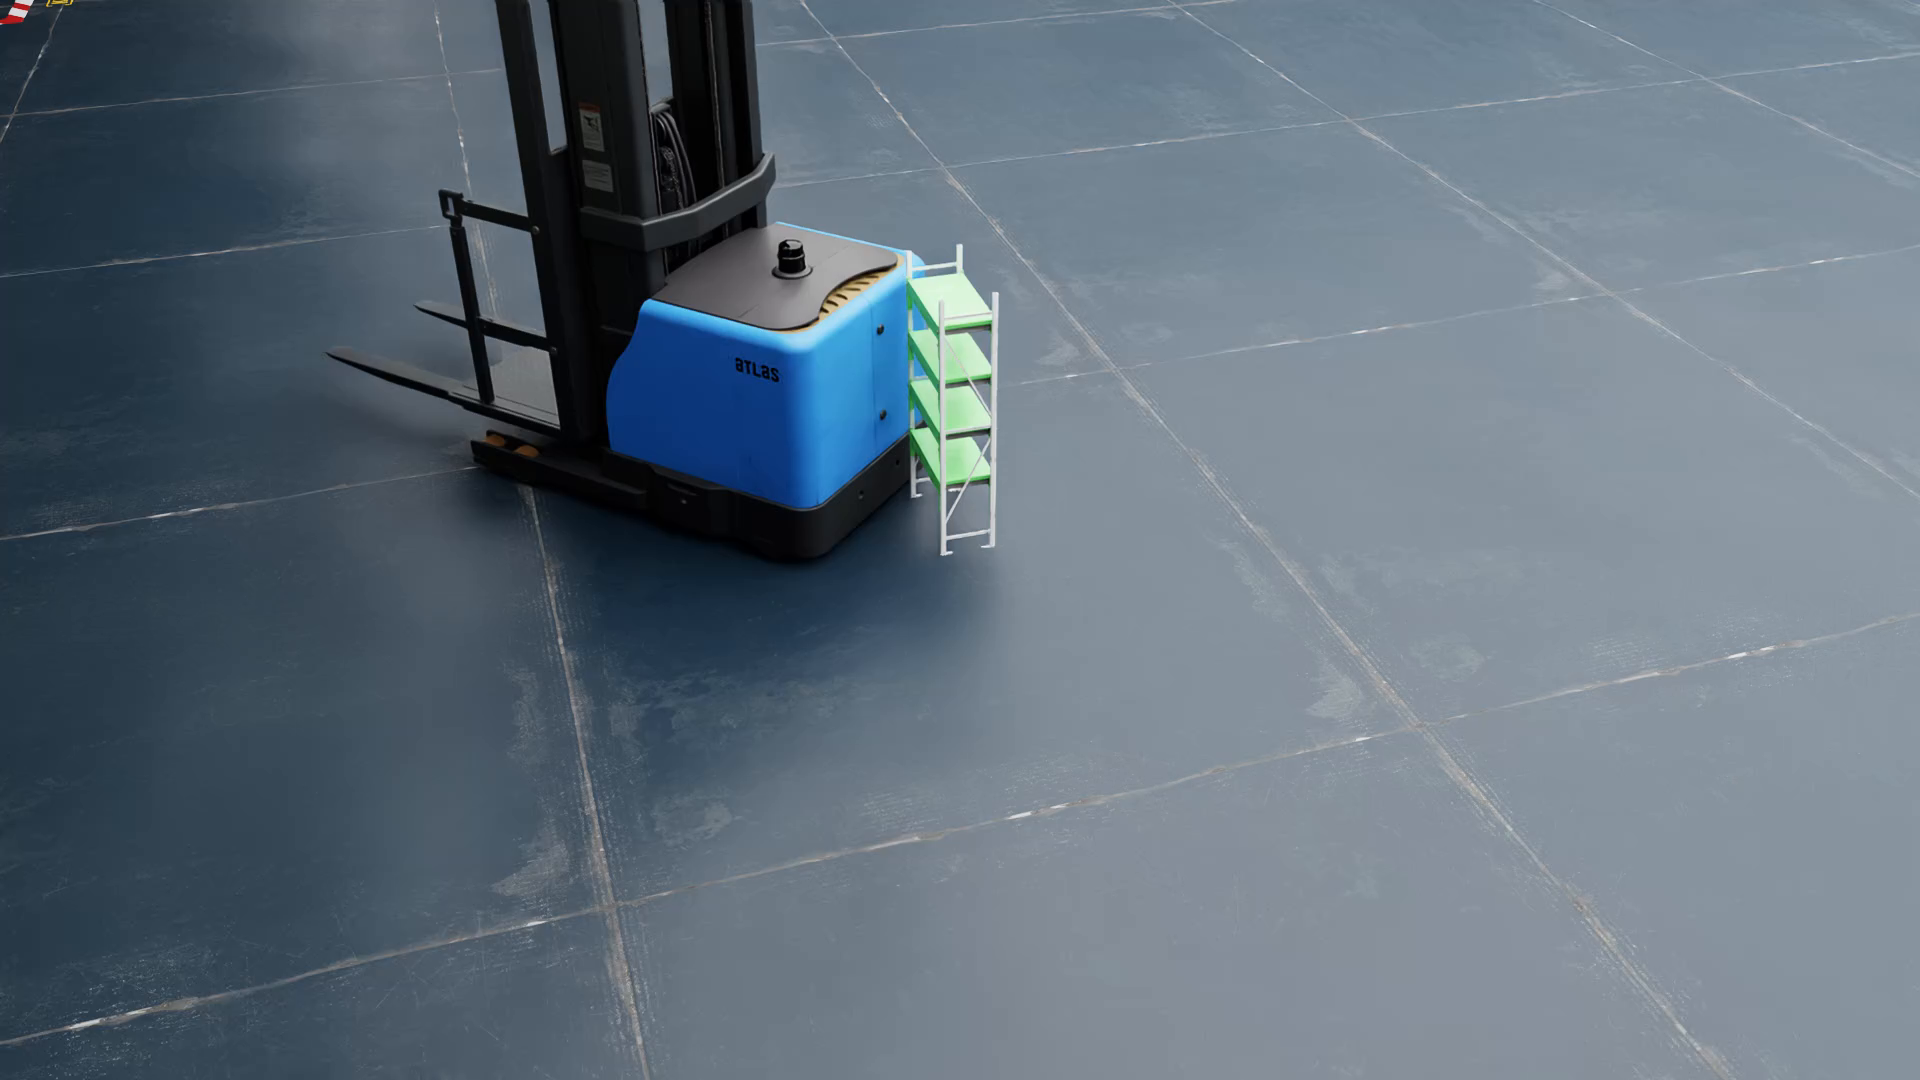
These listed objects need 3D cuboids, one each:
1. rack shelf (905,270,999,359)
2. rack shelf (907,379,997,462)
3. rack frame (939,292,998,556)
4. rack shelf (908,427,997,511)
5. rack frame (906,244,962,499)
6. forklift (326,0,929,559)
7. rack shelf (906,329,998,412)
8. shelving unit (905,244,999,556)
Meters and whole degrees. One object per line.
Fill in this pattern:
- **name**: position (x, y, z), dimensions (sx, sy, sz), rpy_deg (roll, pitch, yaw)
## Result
- **rack shelf**: position (-0.037, -0.930, 6.814), dimensions (0.258, 0.148, 0.480), rpy_deg (-9, 35, -14)
- **rack shelf**: position (-0.037, -0.529, 7.078), dimensions (0.258, 0.148, 0.480), rpy_deg (-9, 35, -14)
- **rack frame**: position (0.033, -0.454, 6.848), dimensions (0.240, 1.200, 0.015), rpy_deg (-9, 35, -14)
- **rack shelf**: position (-0.037, -0.329, 7.210), dimensions (0.258, 0.148, 0.480), rpy_deg (-9, 35, -14)
- **rack frame**: position (-0.107, -0.711, 7.238), dimensions (0.240, 1.200, 0.015), rpy_deg (-9, 35, -14)
- **forklift**: position (-1.674, -1.725, 7.202), dimensions (3.031, 2.935, 1.130), rpy_deg (17, 37, 24)
- **rack shelf**: position (-0.037, -0.729, 6.946), dimensions (0.258, 0.148, 0.480), rpy_deg (-9, 35, -14)
- **shelving unit**: position (-0.037, -0.582, 7.043), dimensions (0.258, 1.200, 0.503), rpy_deg (-9, 35, -14)
